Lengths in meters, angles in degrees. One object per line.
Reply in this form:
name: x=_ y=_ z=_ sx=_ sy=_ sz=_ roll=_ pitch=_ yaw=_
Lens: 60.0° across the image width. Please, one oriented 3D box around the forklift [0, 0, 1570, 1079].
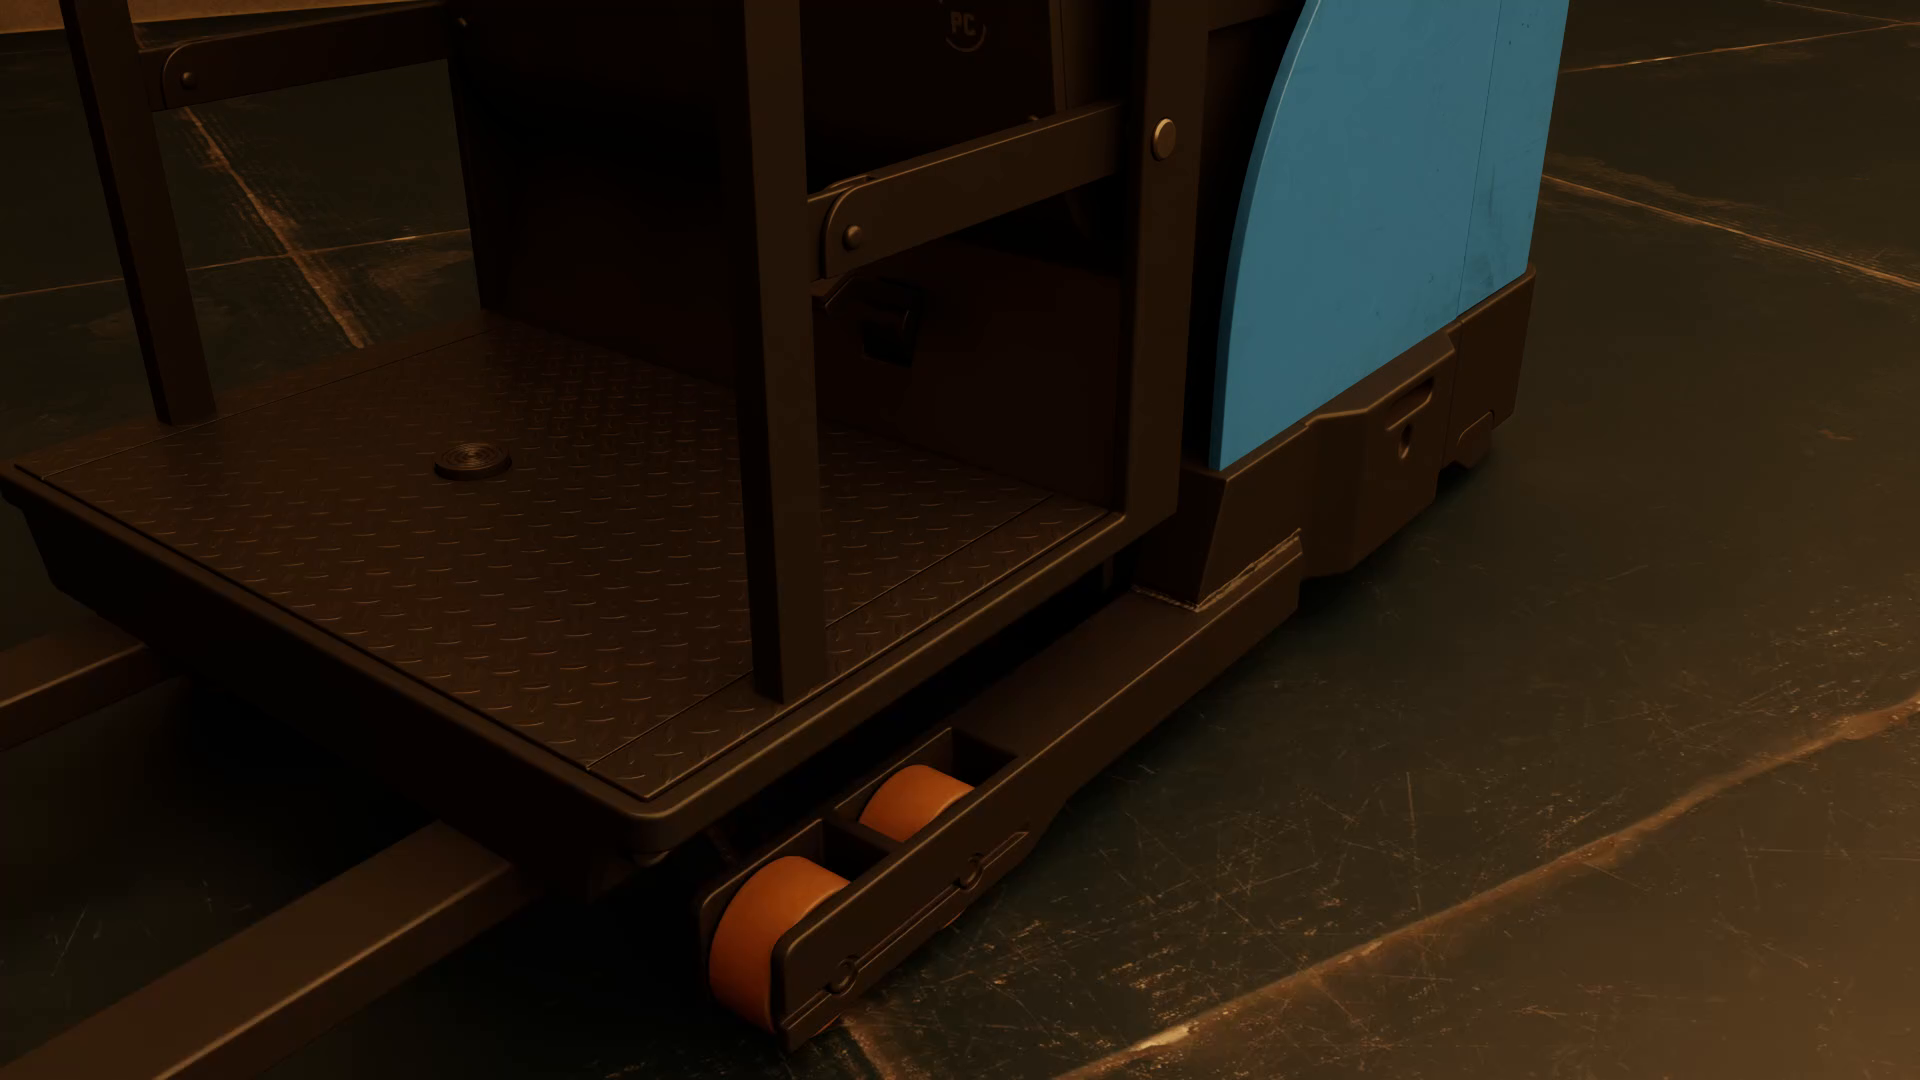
forklift: x=-0.375 y=-1.090 z=1.409 sx=1.130 sy=2.935 sz=3.031 roll=19 pitch=33 yaw=33
